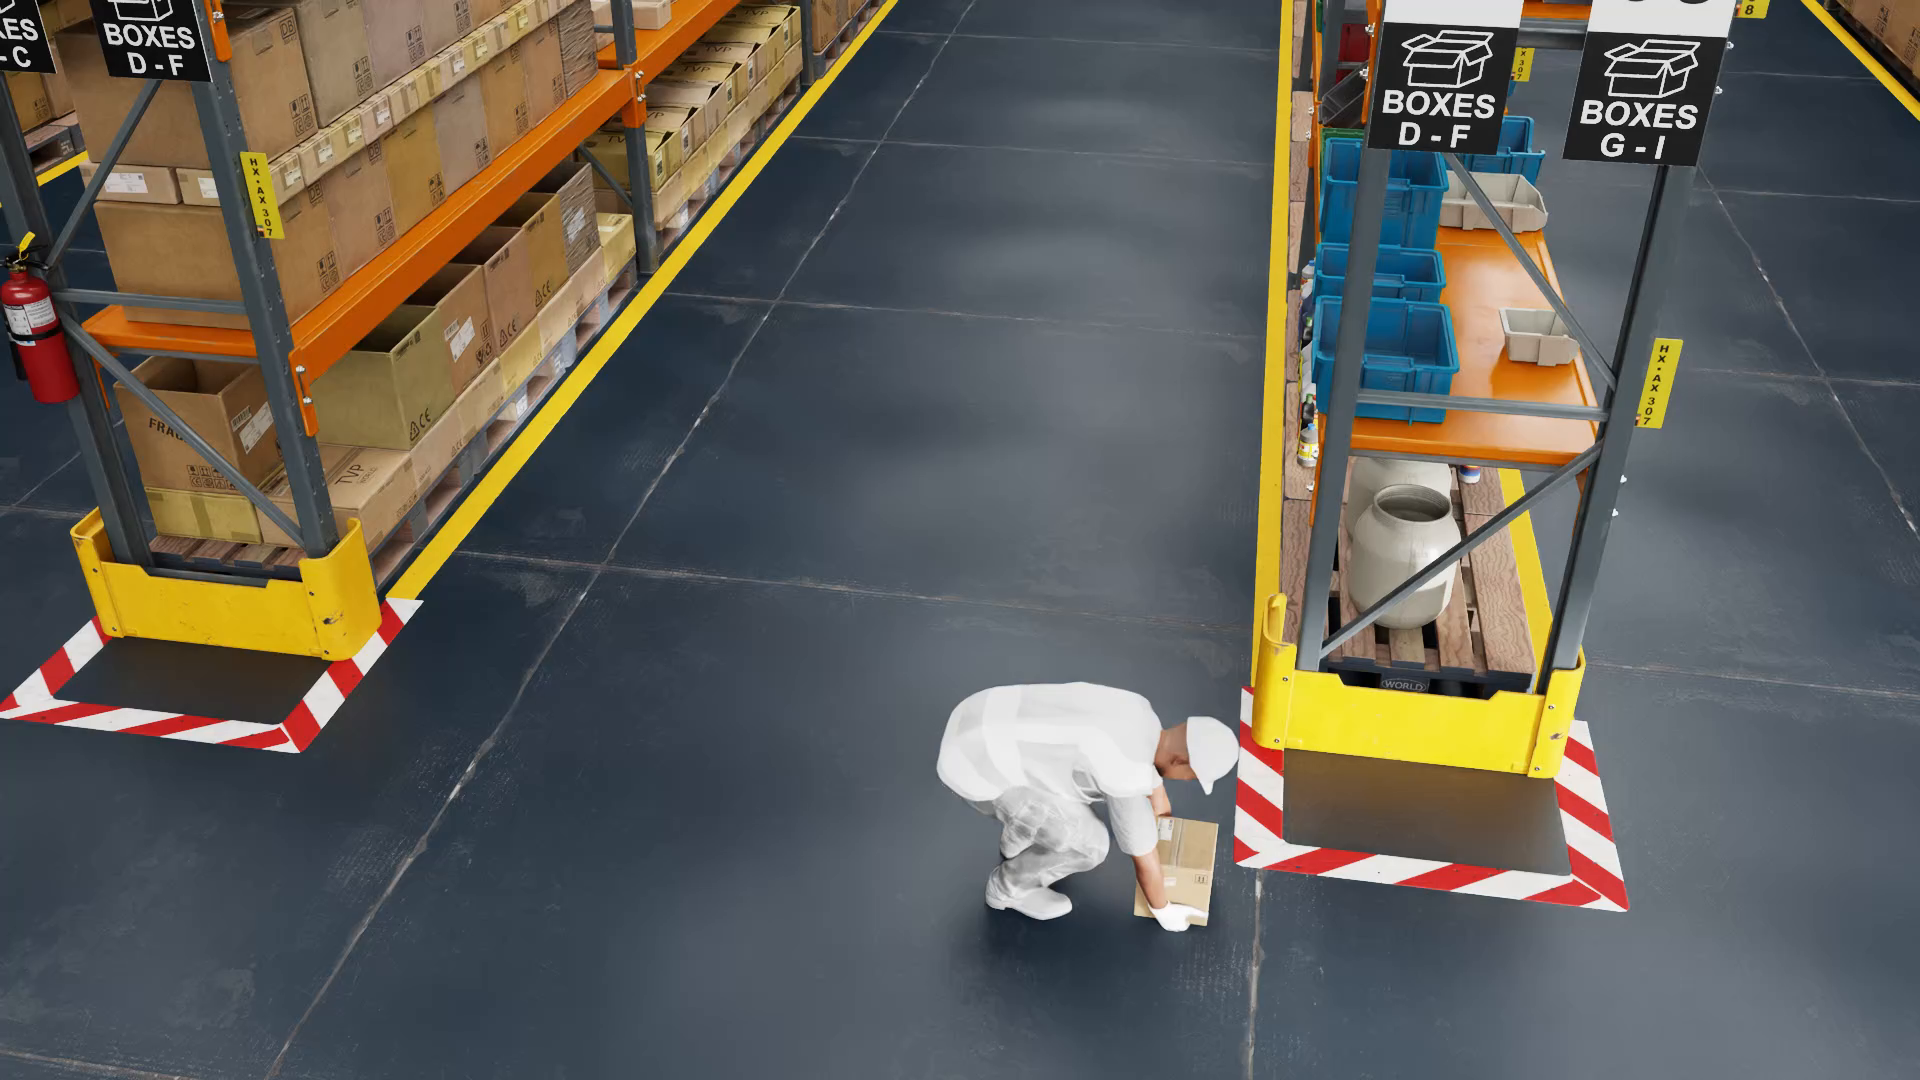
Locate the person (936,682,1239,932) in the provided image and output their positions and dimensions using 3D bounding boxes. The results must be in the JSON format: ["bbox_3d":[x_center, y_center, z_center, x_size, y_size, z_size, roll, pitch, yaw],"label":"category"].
[{"bbox_3d":[0.427,0.874,5.663,0.989,0.830,0.550,6,33,9],"label":"person"}]
